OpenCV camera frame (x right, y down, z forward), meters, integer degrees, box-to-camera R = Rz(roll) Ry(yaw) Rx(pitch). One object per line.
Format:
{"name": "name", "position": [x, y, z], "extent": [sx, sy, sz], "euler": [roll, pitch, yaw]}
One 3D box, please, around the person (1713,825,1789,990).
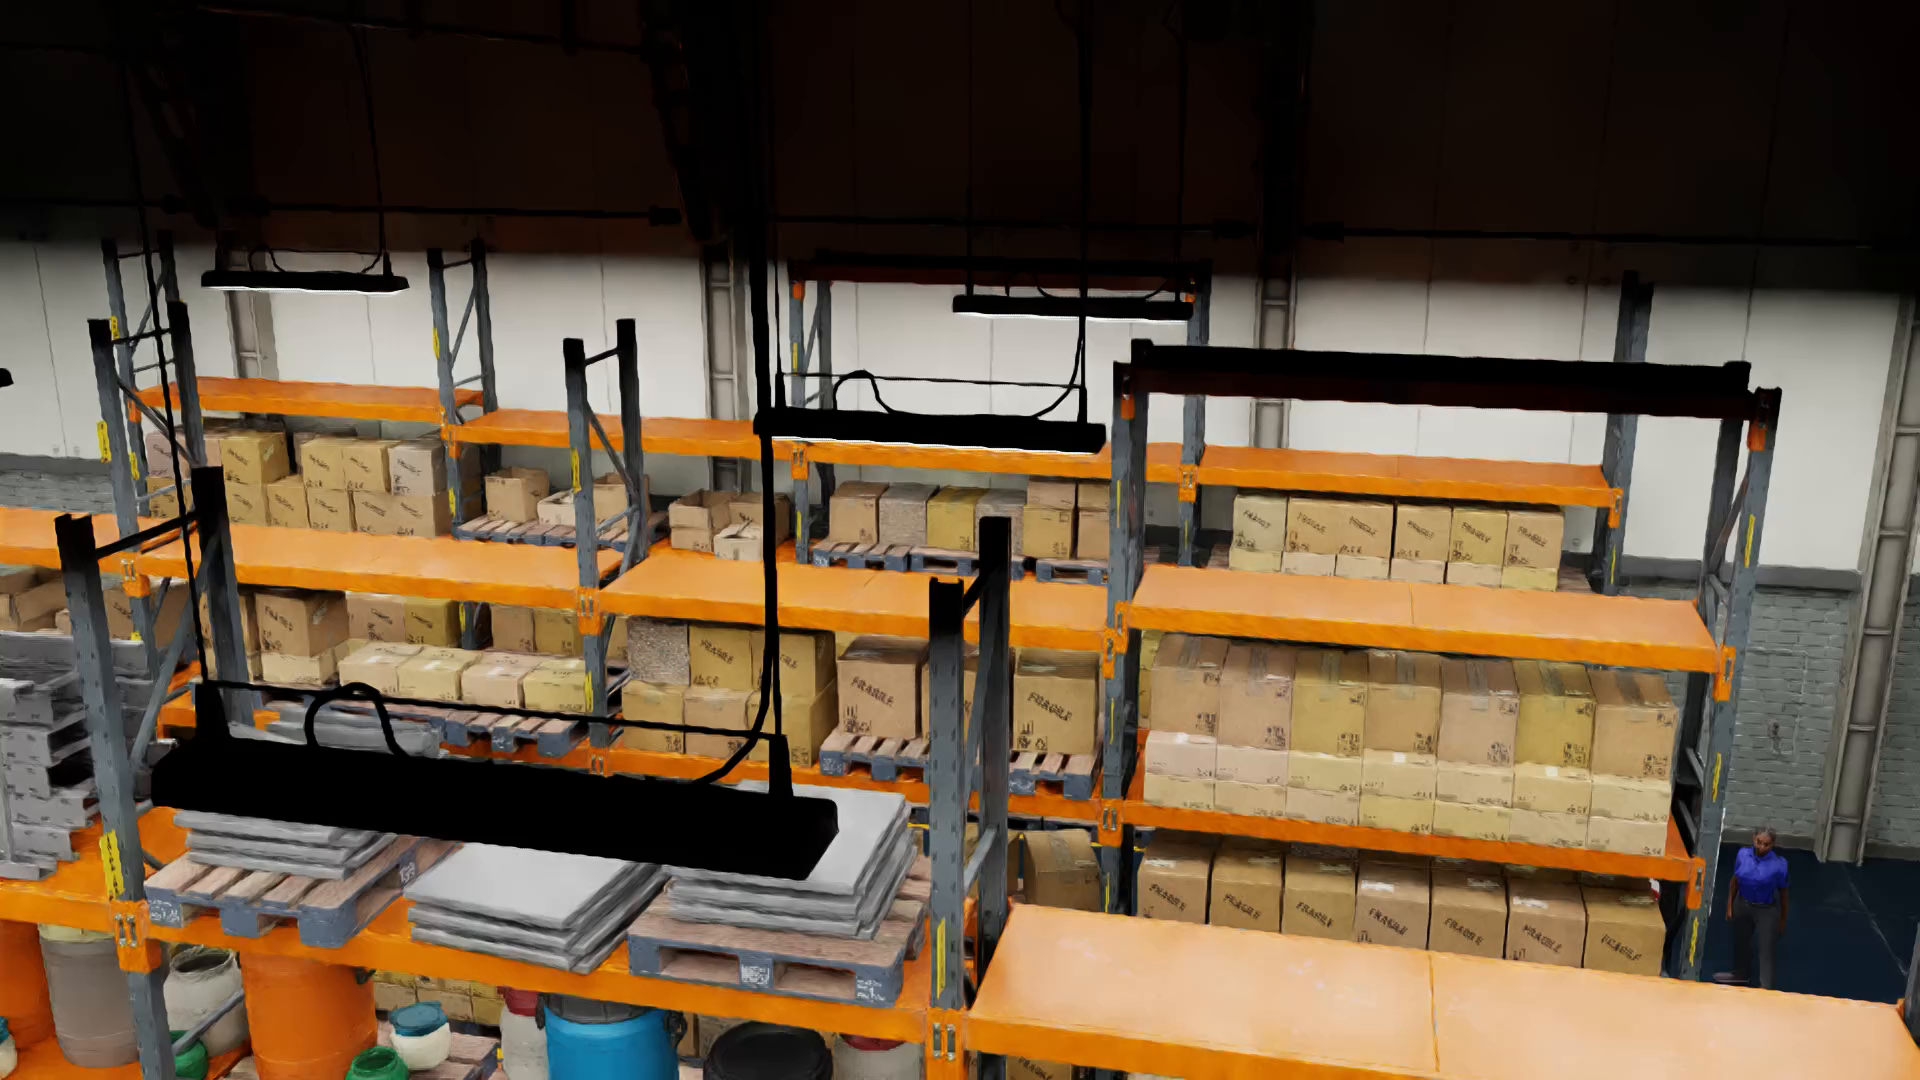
{"name": "person", "position": [6.908, 3.228, 14.366], "extent": [0.554, 1.650, 0.700], "euler": [-14, 21, -39]}
